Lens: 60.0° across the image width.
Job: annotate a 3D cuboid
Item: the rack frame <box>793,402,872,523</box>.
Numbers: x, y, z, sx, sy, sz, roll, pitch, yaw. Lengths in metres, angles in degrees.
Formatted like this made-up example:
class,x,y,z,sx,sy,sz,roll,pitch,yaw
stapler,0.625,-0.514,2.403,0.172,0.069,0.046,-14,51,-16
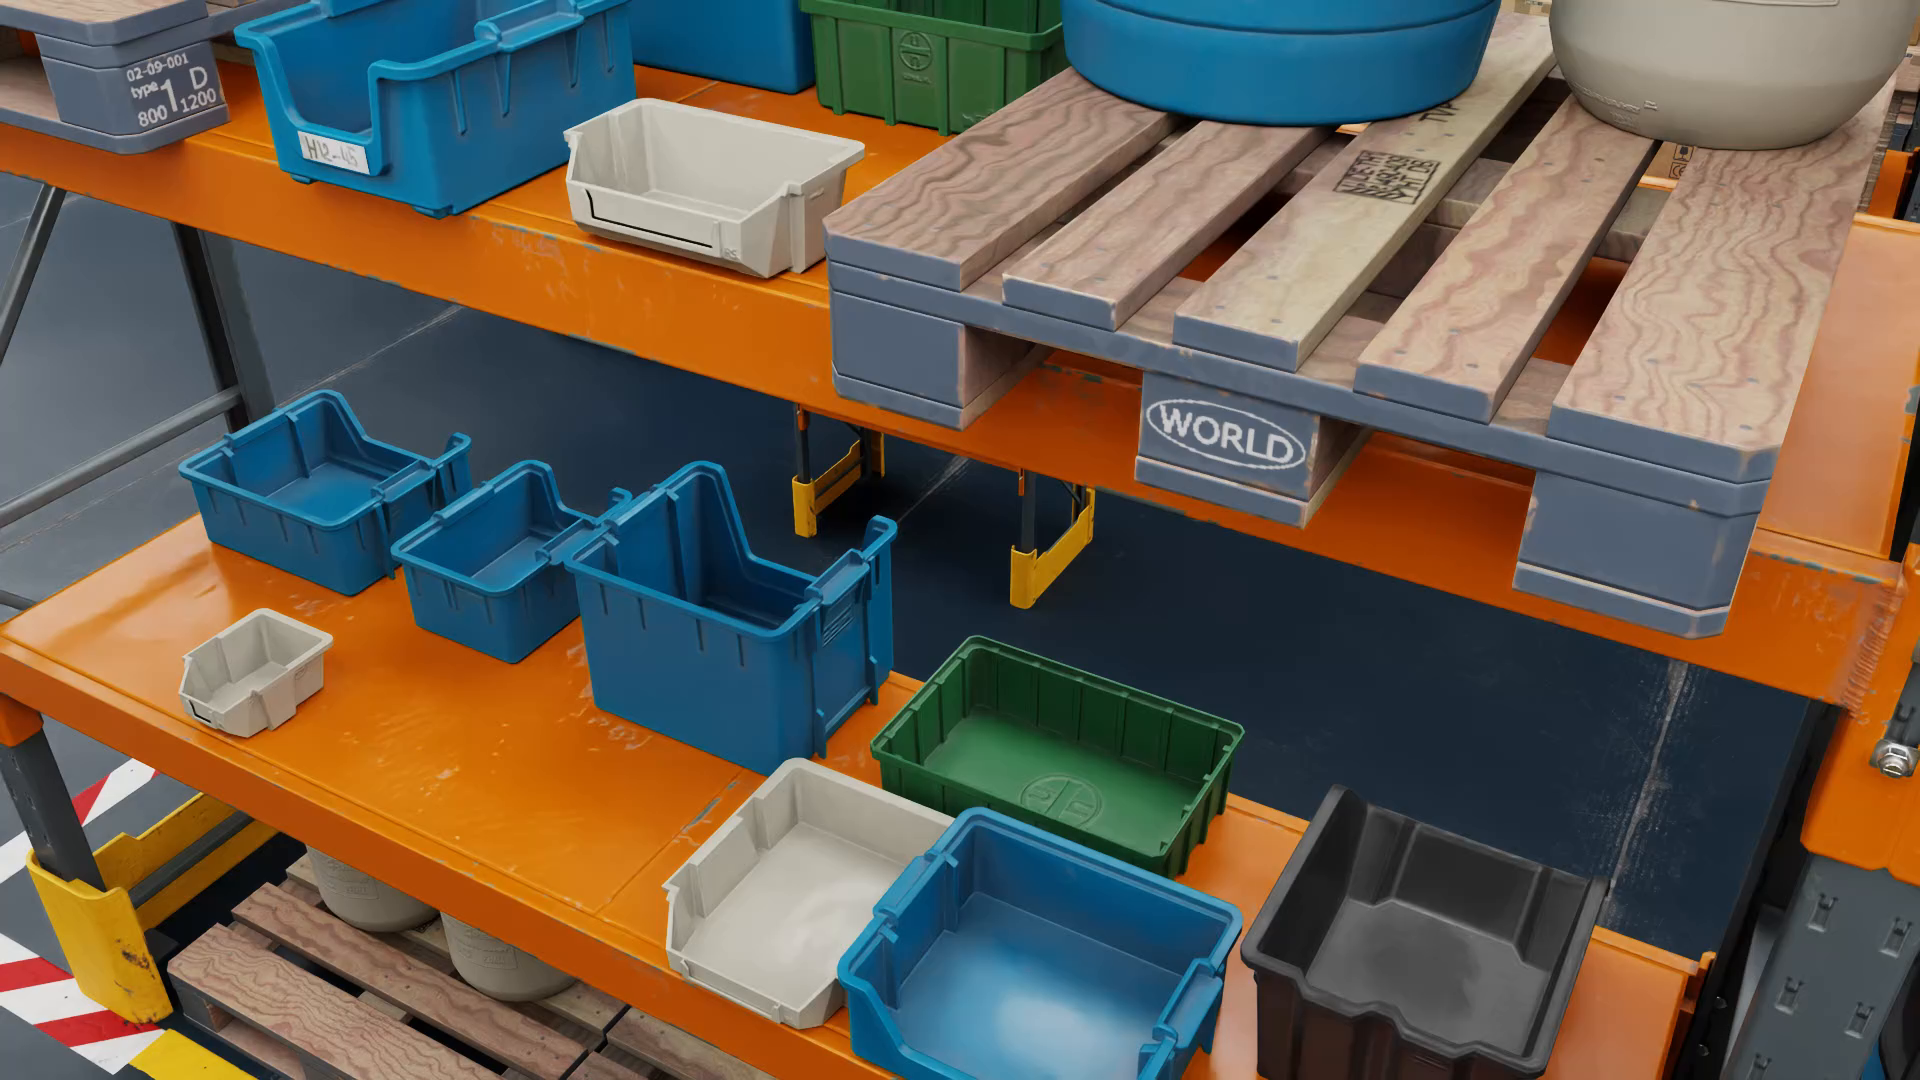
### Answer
class,x,y,z,sx,sy,sz,roll,pitch,yaw
rack frame,-0.515,-0.788,6.579,0.032,1.500,0.500,18,37,24

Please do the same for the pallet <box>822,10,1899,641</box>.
class,x,y,z,sx,sy,sz,roll,pitch,yaw
pallet,0.568,-0.414,2.129,1.003,0.211,1.213,18,37,24

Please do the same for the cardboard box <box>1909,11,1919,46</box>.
class,x,y,z,sx,sy,sz,roll,pitch,yaw
cardboard box,3.315,-2.176,6.051,0.500,0.500,0.700,18,38,25

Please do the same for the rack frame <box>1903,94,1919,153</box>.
class,x,y,z,sx,sy,sz,roll,pitch,yaw
rack frame,6.158,-3.860,9.841,0.127,3.000,1.000,18,37,24

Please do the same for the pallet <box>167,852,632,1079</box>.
class,x,y,z,sx,sy,sz,roll,pitch,yaw
pallet,-1.438,1.192,4.769,1.213,0.211,1.003,18,37,24

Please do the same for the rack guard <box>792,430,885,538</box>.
class,x,y,z,sx,sy,sz,roll,pitch,yaw
rack guard,-0.499,-0.262,6.918,0.087,0.250,0.587,18,37,24

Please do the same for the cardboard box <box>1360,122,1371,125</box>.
class,x,y,z,sx,sy,sz,roll,pitch,yaw
cardboard box,1.975,-2.058,7.044,0.500,0.500,0.700,19,38,26

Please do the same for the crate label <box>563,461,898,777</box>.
class,x,y,z,sx,sy,sz,roll,pitch,yaw
crate label,-0.498,0.169,3.759,0.616,0.435,0.502,18,37,24

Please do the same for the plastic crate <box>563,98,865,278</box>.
class,x,y,z,sx,sy,sz,roll,pitch,yaw
plastic crate,-0.352,-0.478,2.294,0.396,0.136,0.243,18,37,24

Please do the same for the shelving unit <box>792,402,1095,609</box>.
class,x,y,z,sx,sy,sz,roll,pitch,yaw
shelving unit,-0.066,-0.645,6.366,1.083,1.500,0.587,18,37,24

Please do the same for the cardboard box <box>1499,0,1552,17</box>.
class,x,y,z,sx,sy,sz,roll,pitch,yaw
cardboard box,2.259,-2.109,6.535,0.250,0.149,0.380,19,38,26

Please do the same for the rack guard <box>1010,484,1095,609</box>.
class,x,y,z,sx,sy,sz,roll,pitch,yaw
rack guard,0.366,0.012,6.507,0.087,0.250,0.587,18,37,24

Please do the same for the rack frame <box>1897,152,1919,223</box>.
class,x,y,z,sx,sy,sz,roll,pitch,yaw
rack frame,3.703,-1.475,6.259,0.127,3.000,1.000,18,37,24

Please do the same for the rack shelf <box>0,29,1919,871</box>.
class,x,y,z,sx,sy,sz,roll,pitch,yaw
rack shelf,-0.494,-0.592,2.875,4.000,0.370,1.077,18,37,24

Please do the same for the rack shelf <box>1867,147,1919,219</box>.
class,x,y,z,sx,sy,sz,roll,pitch,yaw
rack shelf,1.967,-1.726,7.285,4.000,0.370,1.077,18,37,24

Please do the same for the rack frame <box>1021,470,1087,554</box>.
class,x,y,z,sx,sy,sz,roll,pitch,yaw
rack frame,0.367,-0.508,6.160,0.032,1.500,0.500,18,37,24

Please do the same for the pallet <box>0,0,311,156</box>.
class,x,y,z,sx,sy,sz,roll,pitch,yaw
pallet,-1.561,-1.088,3.142,1.213,0.211,1.003,18,37,24

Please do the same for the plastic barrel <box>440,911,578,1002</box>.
class,x,y,z,sx,sy,sz,roll,pitch,yaw
plastic barrel,-1.186,0.950,4.483,0.421,0.512,0.421,0,34,0

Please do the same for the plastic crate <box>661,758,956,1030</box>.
class,x,y,z,sx,sy,sz,roll,pitch,yaw
plastic crate,-0.293,0.692,3.242,0.437,0.136,0.530,18,37,24

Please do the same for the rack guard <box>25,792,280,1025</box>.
class,x,y,z,sx,sy,sz,roll,pitch,yaw
rack guard,-2.141,0.846,5.029,0.348,0.500,1.175,18,37,24

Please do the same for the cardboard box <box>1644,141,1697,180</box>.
class,x,y,z,sx,sy,sz,roll,pitch,yaw
cardboard box,2.854,-1.778,6.623,0.500,0.500,0.700,17,37,24

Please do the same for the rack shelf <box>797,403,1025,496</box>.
class,x,y,z,sx,sy,sz,roll,pitch,yaw
rack shelf,-0.074,-0.498,6.469,1.000,0.185,0.538,18,37,24

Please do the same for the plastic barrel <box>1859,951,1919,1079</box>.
class,x,y,z,sx,sy,sz,roll,pitch,yaw
plastic barrel,1.428,0.951,2.164,0.708,0.901,0.600,18,37,24

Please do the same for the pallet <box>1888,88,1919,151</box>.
class,x,y,z,sx,sy,sz,roll,pitch,yaw
pallet,5.557,-2.867,10.865,1.213,0.211,1.003,18,37,24

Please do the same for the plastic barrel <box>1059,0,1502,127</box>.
class,x,y,z,sx,sy,sz,roll,pitch,yaw
plastic barrel,0.431,-1.050,2.083,0.708,0.901,0.600,18,37,24

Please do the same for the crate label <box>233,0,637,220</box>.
class,x,y,z,sx,sy,sz,roll,pitch,yaw
crate label,-0.769,-0.706,2.531,0.408,0.251,0.502,18,37,24

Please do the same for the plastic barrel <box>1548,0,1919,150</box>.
class,x,y,z,sx,sy,sz,roll,pitch,yaw
plastic barrel,0.966,-0.775,2.022,0.421,0.512,0.421,0,34,0

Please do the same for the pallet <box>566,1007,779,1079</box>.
class,x,y,z,sx,sy,sz,roll,pitch,yaw
pallet,-0.383,1.528,4.265,1.213,0.211,1.003,18,37,24

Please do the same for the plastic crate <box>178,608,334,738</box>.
class,x,y,z,sx,sy,sz,roll,pitch,yaw
plastic crate,-1.613,0.318,3.804,0.250,0.136,0.298,18,37,24

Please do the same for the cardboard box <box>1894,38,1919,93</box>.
class,x,y,z,sx,sy,sz,roll,pitch,yaw
cardboard box,3.361,-1.759,6.009,0.250,0.149,0.380,18,37,24

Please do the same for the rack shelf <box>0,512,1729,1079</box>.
class,x,y,z,sx,sy,sz,roll,pitch,yaw
rack shelf,-0.494,0.657,3.707,4.000,0.370,1.077,18,37,24

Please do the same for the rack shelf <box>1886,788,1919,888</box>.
class,x,y,z,sx,sy,sz,roll,pitch,yaw
rack shelf,2.979,0.508,1.223,4.000,0.370,1.077,18,37,24

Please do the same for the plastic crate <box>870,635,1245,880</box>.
class,x,y,z,sx,sy,sz,roll,pitch,yaw
plastic crate,0.204,0.486,3.504,0.662,0.188,0.450,18,37,24

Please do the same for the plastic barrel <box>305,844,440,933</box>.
class,x,y,z,sx,sy,sz,roll,pitch,yaw
plastic barrel,-1.621,0.812,4.690,0.421,0.512,0.421,0,34,0

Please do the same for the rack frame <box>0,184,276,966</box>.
class,x,y,z,sx,sy,sz,roll,pitch,yaw
rack frame,-2.230,-0.193,4.333,0.127,3.000,1.000,18,37,24

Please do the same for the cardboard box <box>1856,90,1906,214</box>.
class,x,y,z,sx,sy,sz,roll,pitch,yaw
cardboard box,3.315,-1.636,6.410,0.500,0.500,0.700,17,37,23

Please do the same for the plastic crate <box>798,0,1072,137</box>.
class,x,y,z,sx,sy,sz,roll,pitch,yaw
plastic crate,0.008,-0.818,2.757,0.450,0.188,0.336,18,37,24

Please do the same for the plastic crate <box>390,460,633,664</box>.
class,x,y,z,sx,sy,sz,roll,pitch,yaw
plastic crate,-1.086,0.044,4.112,0.408,0.251,0.499,18,37,24

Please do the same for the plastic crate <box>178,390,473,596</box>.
class,x,y,z,sx,sy,sz,roll,pitch,yaw
plastic crate,-1.647,-0.137,4.384,0.616,0.251,0.499,18,37,24

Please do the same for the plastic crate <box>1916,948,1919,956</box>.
class,x,y,z,sx,sy,sz,roll,pitch,yaw
plastic crate,1.815,0.867,2.685,0.583,0.464,0.402,18,37,24

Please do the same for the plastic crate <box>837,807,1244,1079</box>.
class,x,y,z,sx,sy,sz,roll,pitch,yaw
plastic crate,0.147,0.796,2.983,0.616,0.251,0.499,18,37,24

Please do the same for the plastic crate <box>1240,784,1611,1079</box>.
class,x,y,z,sx,sy,sz,roll,pitch,yaw
plastic crate,0.851,0.728,3.006,0.504,0.338,0.767,18,37,24

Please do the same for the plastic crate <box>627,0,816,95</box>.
class,x,y,z,sx,sy,sz,roll,pitch,yaw
plastic crate,-0.425,-1.055,2.936,0.575,0.384,0.392,18,37,24
